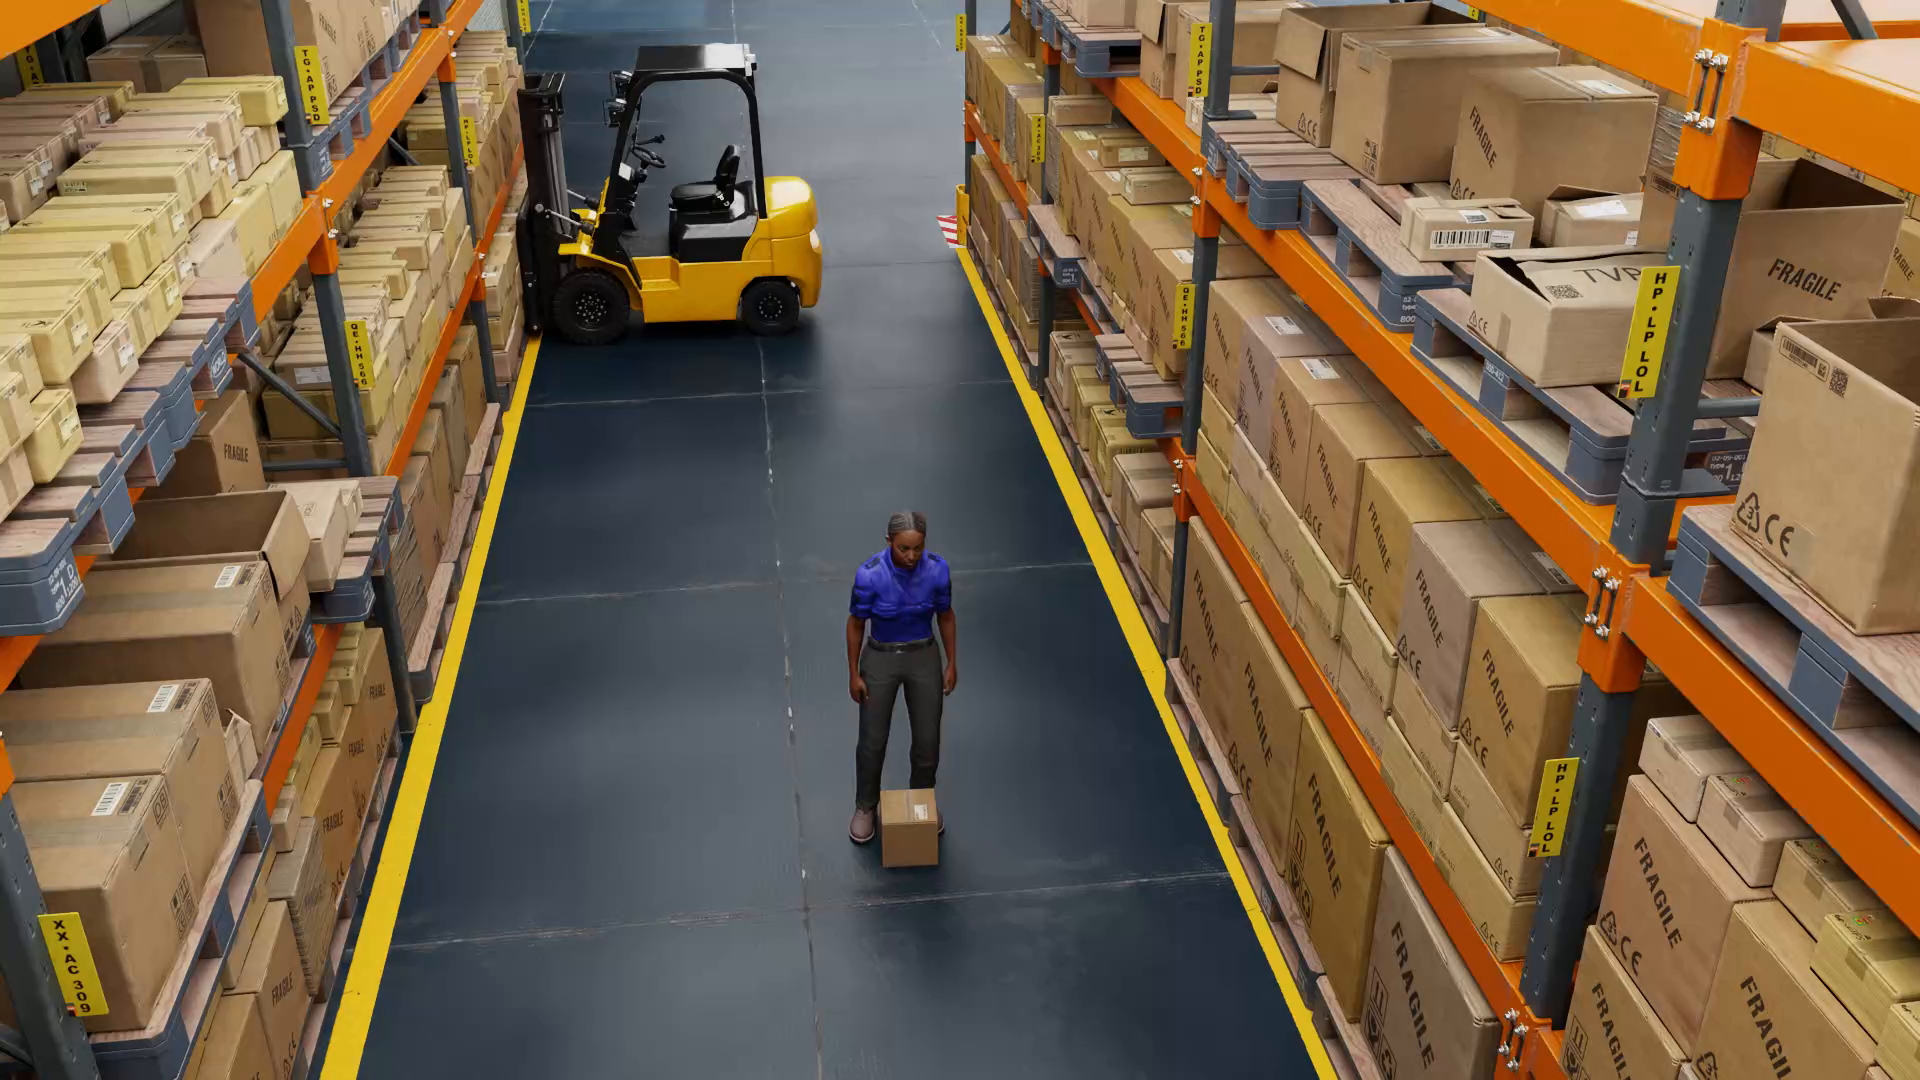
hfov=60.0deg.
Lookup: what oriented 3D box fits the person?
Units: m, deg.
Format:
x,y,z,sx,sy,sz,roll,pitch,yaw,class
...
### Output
x,y,z,sx,sy,sz,roll,pitch,yaw,class
-0.271,0.586,7.489,0.532,1.655,0.349,-5,28,-10,person
